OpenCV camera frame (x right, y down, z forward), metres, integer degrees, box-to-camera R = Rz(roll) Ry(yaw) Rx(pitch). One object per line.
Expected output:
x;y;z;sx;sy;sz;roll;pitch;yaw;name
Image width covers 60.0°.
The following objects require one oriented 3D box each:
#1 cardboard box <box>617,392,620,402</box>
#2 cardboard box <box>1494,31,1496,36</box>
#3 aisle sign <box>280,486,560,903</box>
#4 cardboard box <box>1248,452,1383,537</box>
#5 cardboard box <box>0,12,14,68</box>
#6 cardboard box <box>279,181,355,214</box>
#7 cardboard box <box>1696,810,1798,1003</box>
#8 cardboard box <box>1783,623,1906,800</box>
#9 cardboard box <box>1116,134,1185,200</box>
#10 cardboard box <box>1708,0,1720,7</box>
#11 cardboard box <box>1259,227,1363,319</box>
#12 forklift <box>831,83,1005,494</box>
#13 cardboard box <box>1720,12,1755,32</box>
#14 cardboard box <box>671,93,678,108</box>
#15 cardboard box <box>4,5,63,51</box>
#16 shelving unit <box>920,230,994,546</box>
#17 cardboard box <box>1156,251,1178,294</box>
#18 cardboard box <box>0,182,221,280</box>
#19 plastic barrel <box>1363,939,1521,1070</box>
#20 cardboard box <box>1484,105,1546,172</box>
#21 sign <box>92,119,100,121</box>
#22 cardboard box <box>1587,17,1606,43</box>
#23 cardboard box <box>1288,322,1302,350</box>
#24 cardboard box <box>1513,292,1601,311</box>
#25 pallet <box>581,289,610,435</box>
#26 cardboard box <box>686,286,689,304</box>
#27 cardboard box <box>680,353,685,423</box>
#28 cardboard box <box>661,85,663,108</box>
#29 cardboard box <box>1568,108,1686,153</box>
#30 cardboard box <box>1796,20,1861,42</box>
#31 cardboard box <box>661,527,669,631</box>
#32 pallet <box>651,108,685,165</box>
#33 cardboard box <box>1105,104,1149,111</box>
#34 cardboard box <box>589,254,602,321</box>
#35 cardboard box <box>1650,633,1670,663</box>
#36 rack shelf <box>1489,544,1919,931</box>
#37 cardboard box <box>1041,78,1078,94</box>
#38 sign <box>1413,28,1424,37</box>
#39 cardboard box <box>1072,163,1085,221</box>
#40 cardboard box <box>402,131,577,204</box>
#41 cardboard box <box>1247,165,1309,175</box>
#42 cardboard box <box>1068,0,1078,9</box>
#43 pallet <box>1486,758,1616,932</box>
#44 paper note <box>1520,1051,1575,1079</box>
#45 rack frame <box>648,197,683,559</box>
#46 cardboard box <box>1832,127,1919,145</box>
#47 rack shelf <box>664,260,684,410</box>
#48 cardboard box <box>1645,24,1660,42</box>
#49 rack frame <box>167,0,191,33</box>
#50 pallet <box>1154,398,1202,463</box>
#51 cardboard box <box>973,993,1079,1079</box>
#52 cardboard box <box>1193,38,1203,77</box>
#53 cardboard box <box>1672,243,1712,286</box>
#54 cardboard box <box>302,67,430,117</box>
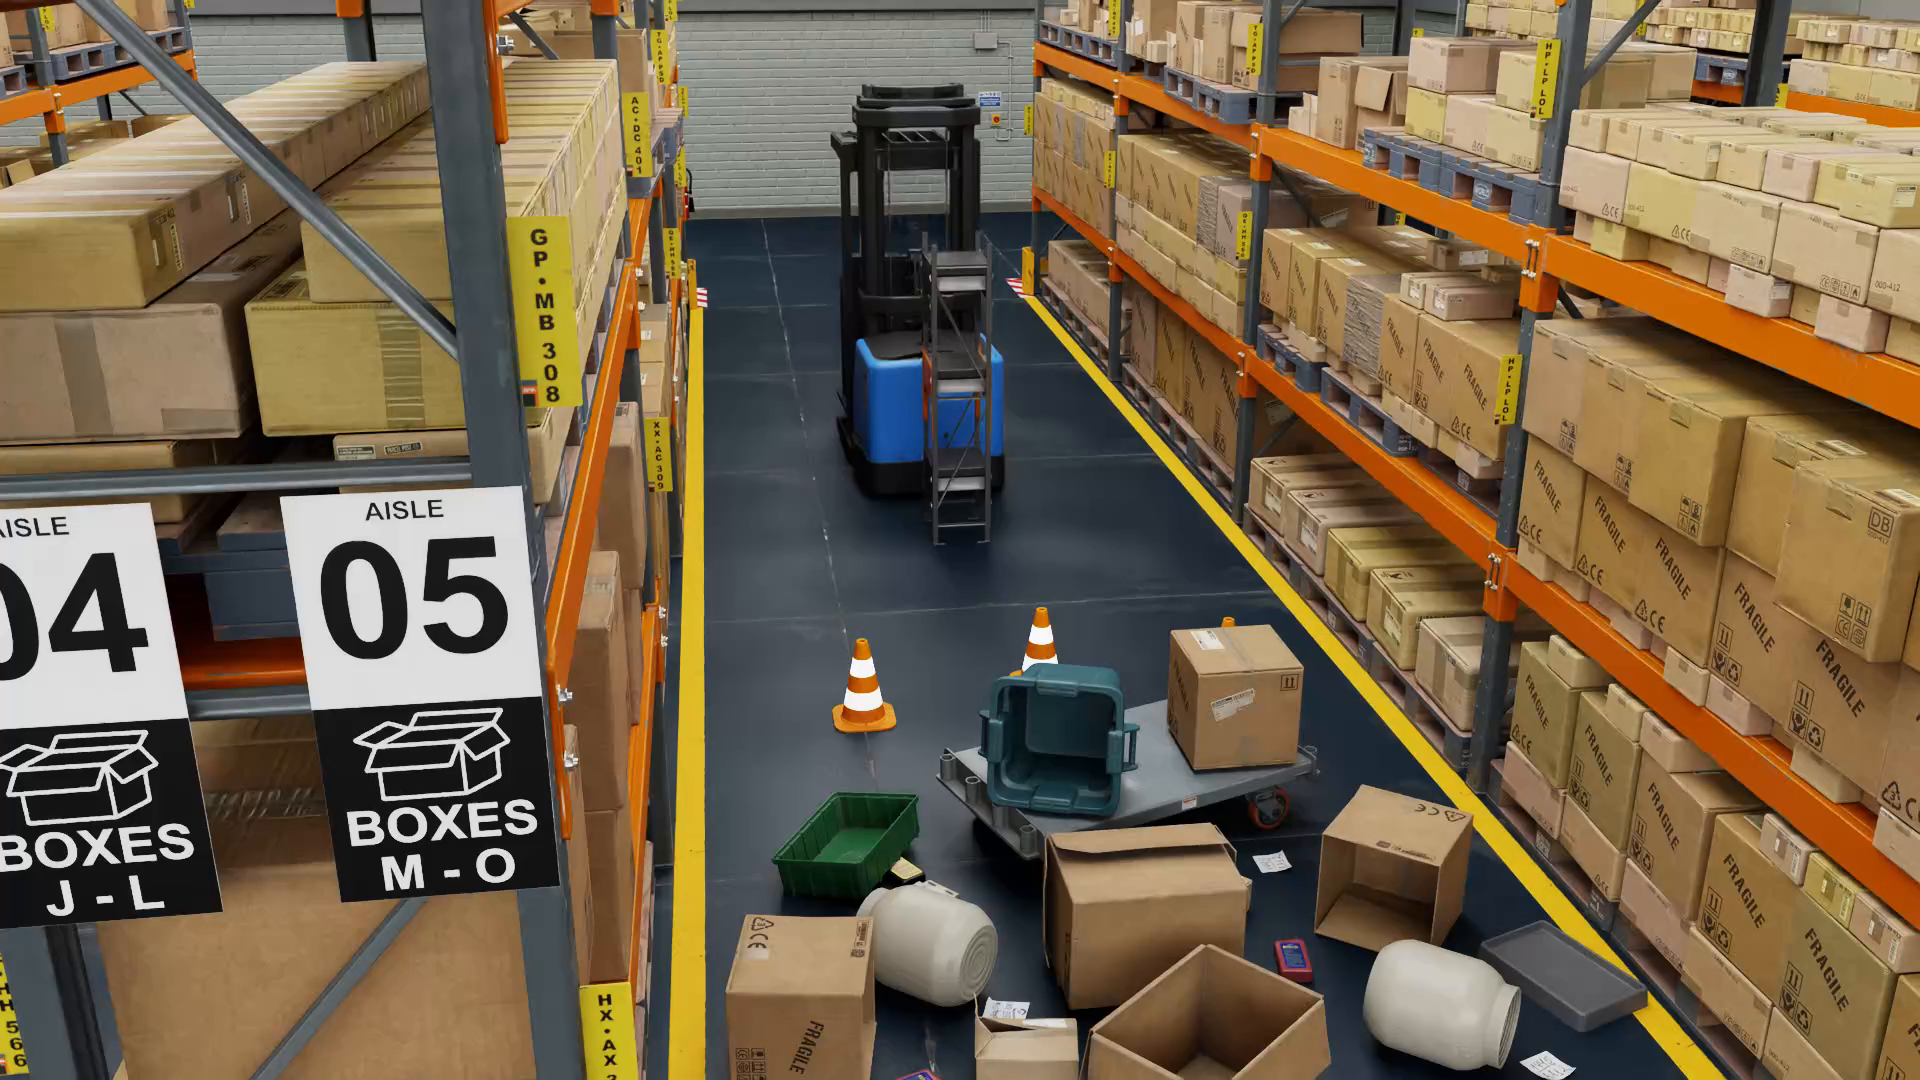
-1.979;-0.754;7.876;0.700;0.500;0.500;-3;21;-9;cardboard box
6.139;-5.566;18.405;0.380;0.149;0.250;-3;21;-8;cardboard box
-0.942;0.287;2.944;0.394;0.787;0.004;-3;21;-8;aisle sign
2.553;-0.328;11.463;0.950;0.372;0.625;-4;21;-11;cardboard box
-7.808;-3.892;12.820;0.700;0.500;0.500;-2;21;-6;cardboard box
-1.739;-0.724;4.128;0.500;0.250;0.500;-3;21;-8;cardboard box
3.117;1.331;6.122;0.500;0.500;0.500;-3;21;-9;cardboard box
3.148;0.504;5.512;0.500;0.500;0.500;-3;21;-8;cardboard box
1.684;-3.292;14.671;0.500;0.500;0.500;-3;21;-7;cardboard box
6.928;-4.957;15.013;0.396;0.266;0.258;-3;21;-9;cardboard box
2.317;-1.774;11.011;0.500;0.500;0.500;-4;21;-9;cardboard box
-0.430;-2.198;13.413;1.130;2.935;3.031;-4;21;-10;forklift
6.687;-4.388;14.081;0.380;0.149;0.250;-3;21;-7;cardboard box
-3.086;-4.198;16.671;0.500;0.500;0.500;-2;21;-5;cardboard box
-8.074;-4.407;14.056;0.700;0.500;0.500;-4;21;-11;cardboard box
-0.024;-1.041;11.502;0.431;2.100;0.503;-3;21;-8;shelving unit
1.904;-2.177;13.472;0.500;0.250;0.500;-3;21;-9;cardboard box
-1.668;-0.595;3.211;0.380;0.149;0.250;-3;21;-7;cardboard box
1.839;1.779;6.347;0.512;0.421;0.421;12;24;30;plastic barrel
2.831;-1.900;7.844;0.500;0.250;0.500;-3;21;-9;cardboard box
-9.028;-4.245;17.445;0.100;0.325;0.005;-3;21;-8;sign
6.414;-5.003;16.327;0.500;0.250;0.500;-4;21;-10;cardboard box
2.346;-1.319;10.720;0.380;0.149;0.250;-4;21;-11;cardboard box
3.144;-1.079;9.149;0.500;0.500;0.500;-3;21;-8;cardboard box
-1.545;-0.547;4.734;1.003;0.211;1.213;-3;21;-8;pallet
-3.136;-2.649;17.997;0.380;0.149;0.250;-2;21;-6;cardboard box
-2.549;-1.263;13.784;0.500;0.500;0.500;-3;21;-9;cardboard box
-2.377;-3.283;11.788;0.500;0.500;0.500;-3;21;-8;cardboard box
2.781;-1.709;6.938;0.380;0.149;0.250;-3;21;-9;cardboard box
6.864;-4.025;13.137;0.380;0.149;0.250;-3;21;-8;cardboard box
-2.274;0.101;9.774;1.050;0.750;0.750;-3;21;-7;cardboard box
-2.257;-2.370;9.759;1.213;0.211;1.003;-2;21;-5;pallet
1.589;-4.037;15.738;0.380;0.149;0.250;-3;21;-8;cardboard box
-1.200;-0.695;4.619;0.380;0.149;0.250;-3;21;-7;cardboard box
3.013;0.423;6.657;0.380;0.149;0.250;-3;21;-8;cardboard box
3.347;0.856;6.166;1.077;0.370;4.000;-3;21;-8;rack shelf
1.106;-5.011;18.346;0.380;0.149;0.250;-2;21;-7;cardboard box
3.019;-3.233;11.058;0.100;0.325;0.005;-3;21;-8;sign
1.419;-3.489;16.628;0.500;0.500;0.500;-3;21;-9;cardboard box
-1.128;-0.892;4.008;0.380;0.149;0.250;-3;21;-9;cardboard box
2.512;-2.608;12.840;0.500;0.500;0.500;-2;21;-6;cardboard box
1.482;-5.756;18.024;0.500;0.250;0.500;-5;21;-13;cardboard box
3.190;1.363;7.764;1.003;0.211;1.213;-3;21;-8;pallet
2.237;1.998;6.323;0.142;0.019;0.148;-11;23;-26;paper note
-2.402;-1.274;10.840;1.000;3.000;0.127;-3;21;-8;rack frame
3.550;-1.472;6.303;0.380;0.149;0.250;-2;21;-6;cardboard box
-2.690;-1.629;12.820;1.077;0.370;4.000;-3;21;-8;rack shelf
6.466;-4.603;15.082;0.380;0.149;0.250;-3;21;-7;cardboard box
-8.478;-6.639;16.630;1.000;3.000;0.127;-3;21;-8;rack frame
2.270;-0.951;13.960;1.003;0.211;1.213;-3;21;-8;pallet
0.245;1.894;6.266;0.396;0.266;0.258;1;20;2;cardboard box
1.937;-3.557;12.257;0.396;0.266;0.258;-3;21;-9;cardboard box
2.985;-1.079;6.389;0.380;0.149;0.250;-2;21;-6;cardboard box
-2.071;-1.562;5.801;0.380;0.149;0.250;-3;21;-8;cardboard box
